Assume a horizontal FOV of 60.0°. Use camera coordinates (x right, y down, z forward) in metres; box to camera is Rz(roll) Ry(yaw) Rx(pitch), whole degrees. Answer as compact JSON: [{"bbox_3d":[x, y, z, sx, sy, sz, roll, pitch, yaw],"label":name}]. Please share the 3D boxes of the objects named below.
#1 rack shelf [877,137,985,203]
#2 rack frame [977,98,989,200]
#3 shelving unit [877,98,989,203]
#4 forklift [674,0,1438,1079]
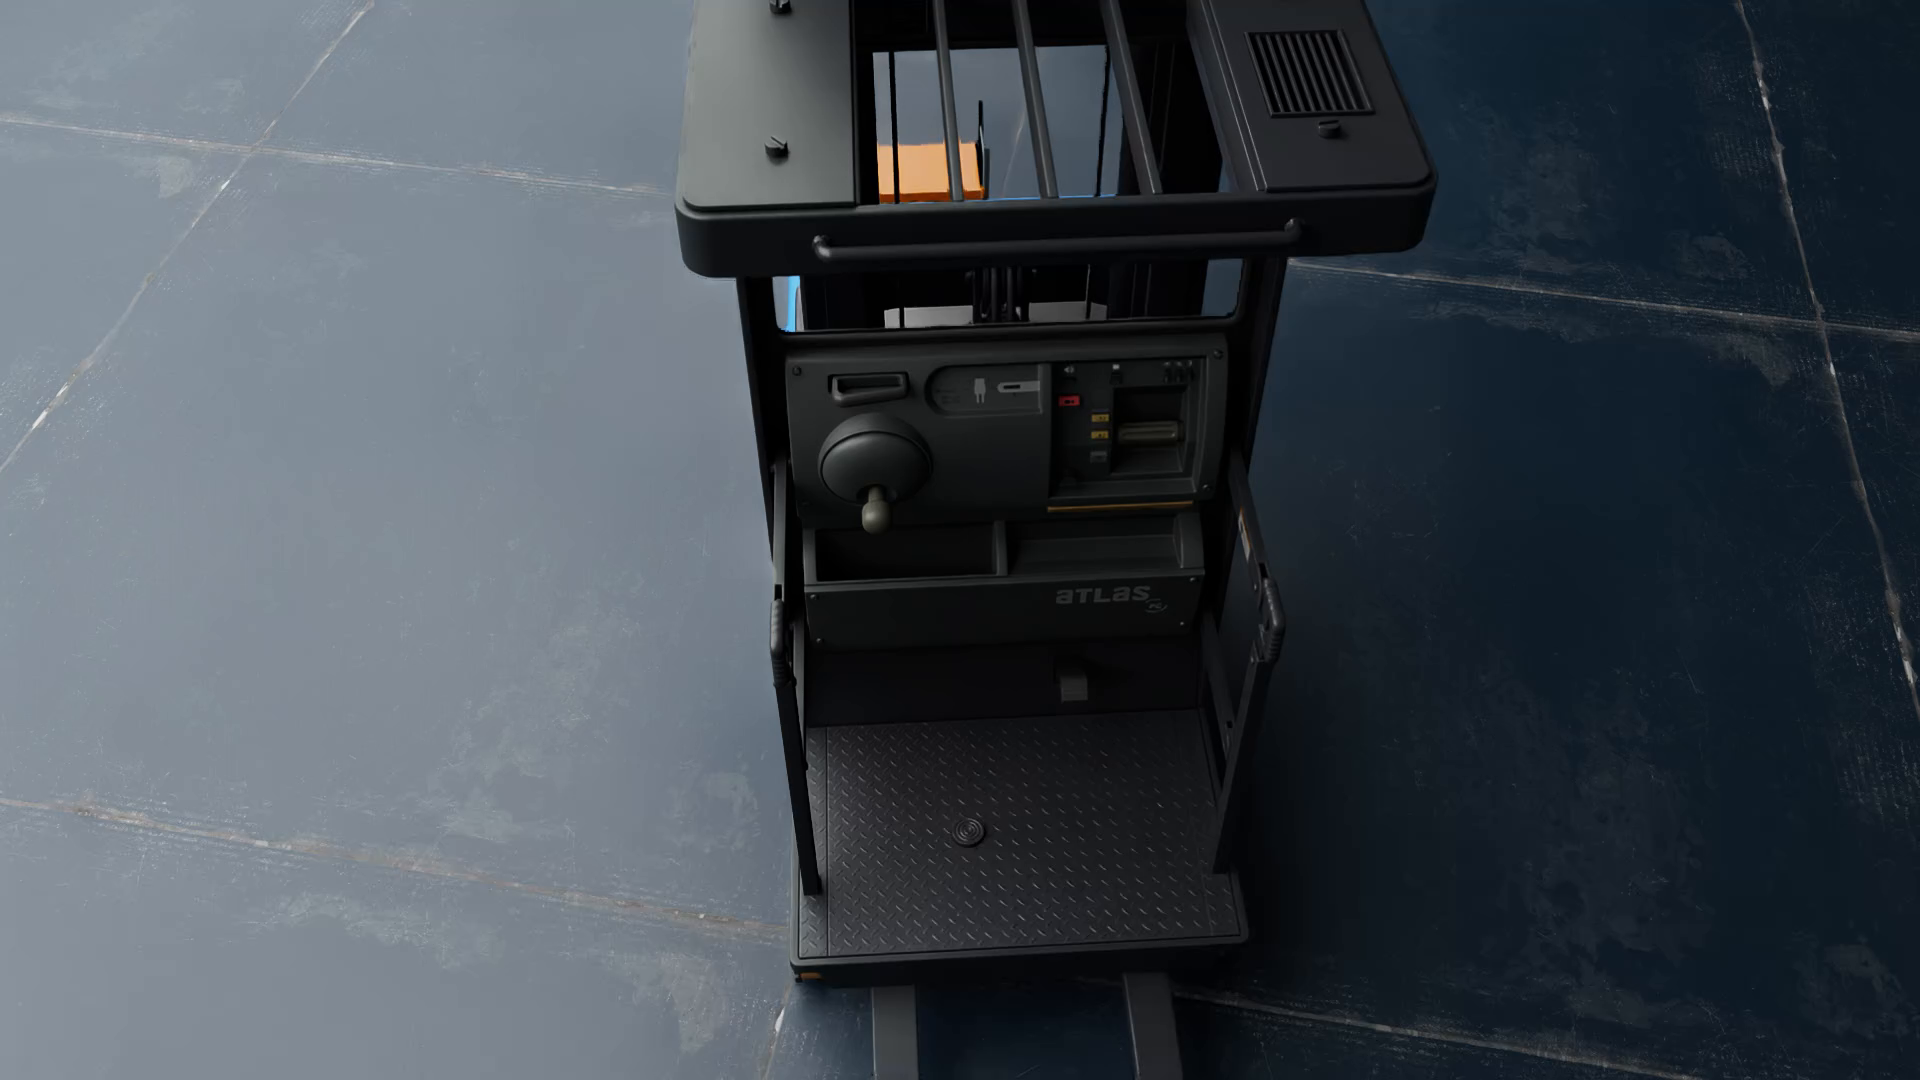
[{"bbox_3d":[-0.178,-1.031,4.842,0.480,0.148,0.258,-3,48,-3],"label":"rack shelf"},{"bbox_3d":[0.066,-0.781,5.145,0.015,1.200,0.240,-3,48,-3],"label":"rack frame"},{"bbox_3d":[-0.178,-0.769,5.134,0.503,1.200,0.258,-3,48,-3],"label":"shelving unit"},{"bbox_3d":[0.117,-0.124,3.391,1.130,2.935,3.031,-3,48,-2],"label":"forklift"}]
